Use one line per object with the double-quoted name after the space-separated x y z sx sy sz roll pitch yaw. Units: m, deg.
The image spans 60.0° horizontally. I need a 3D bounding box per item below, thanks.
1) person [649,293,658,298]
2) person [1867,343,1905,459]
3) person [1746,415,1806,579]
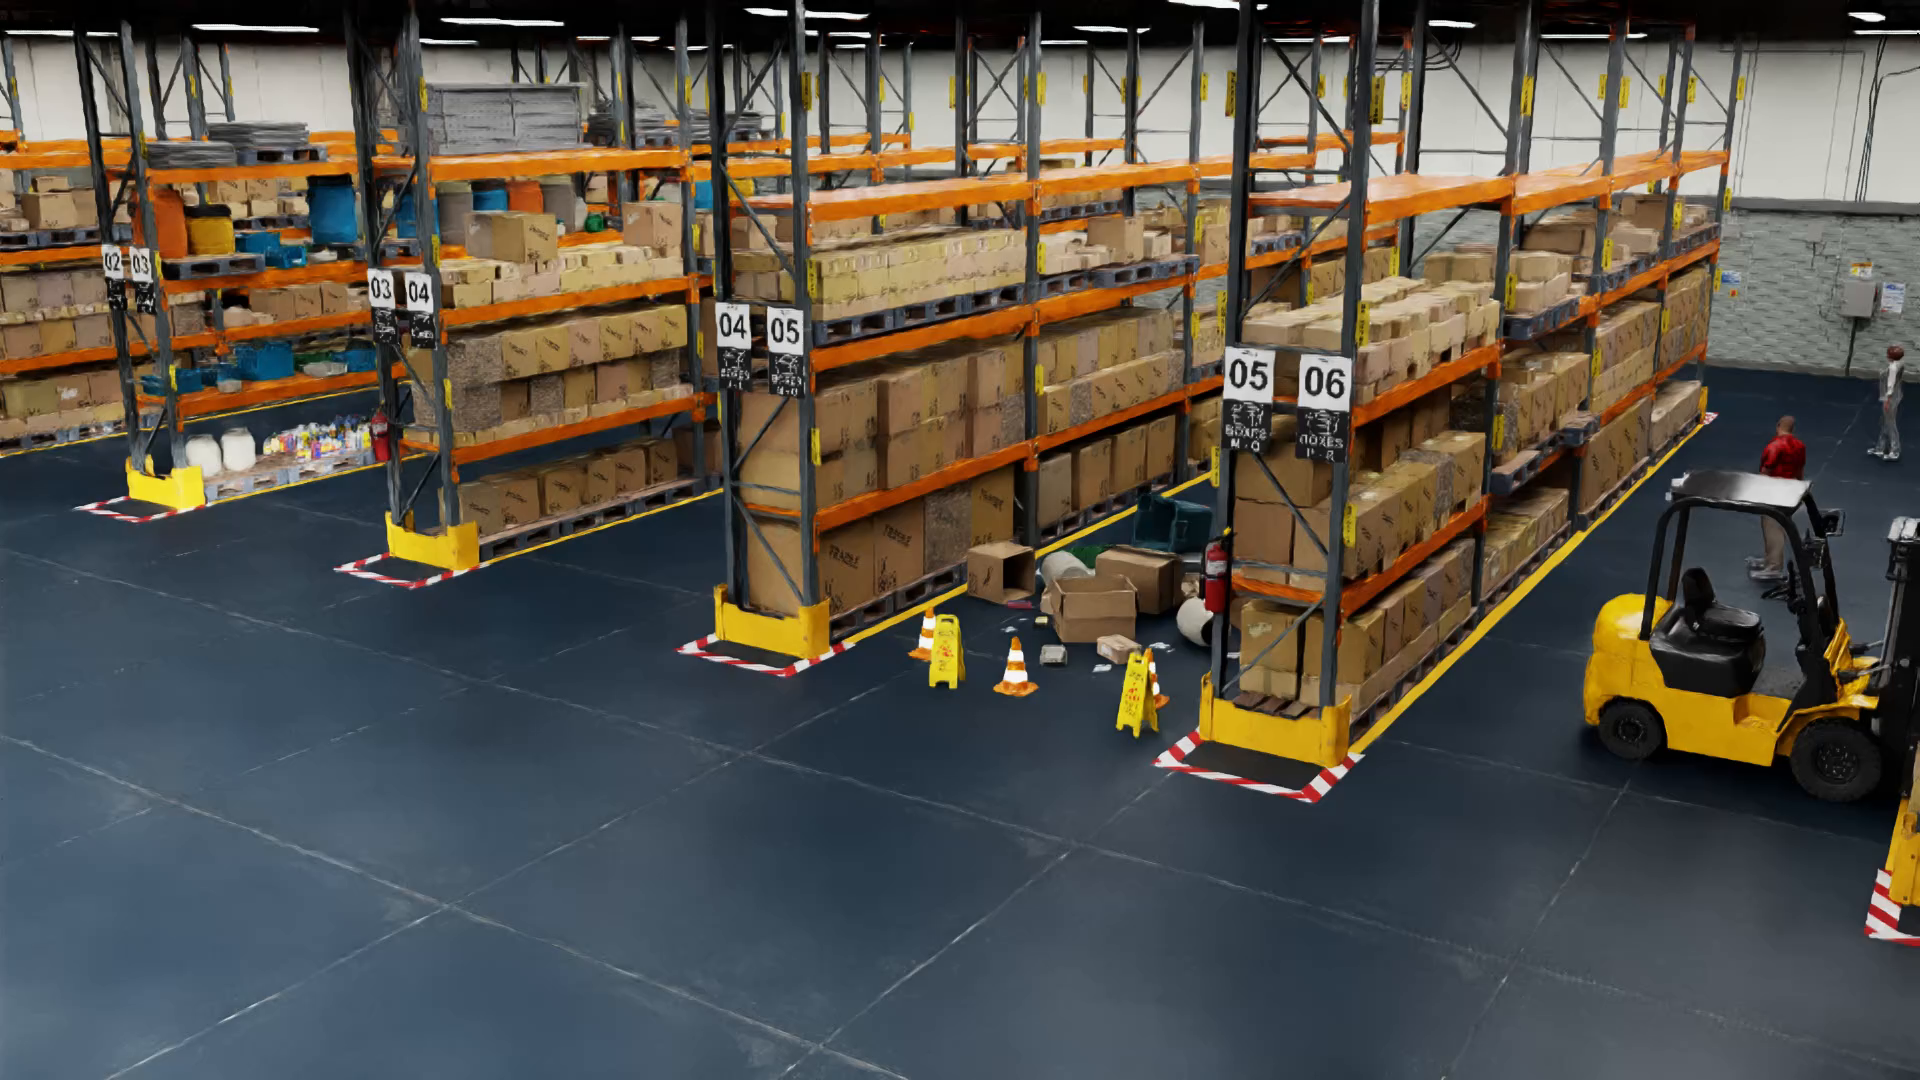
-5.553 -4.149 30.928 0.702 1.735 0.549 9 18 30 "person"
13.016 -1.952 23.258 0.463 1.594 0.597 12 19 36 "person"
8.677 -0.486 17.714 0.654 1.714 0.580 -9 18 -29 "person"
